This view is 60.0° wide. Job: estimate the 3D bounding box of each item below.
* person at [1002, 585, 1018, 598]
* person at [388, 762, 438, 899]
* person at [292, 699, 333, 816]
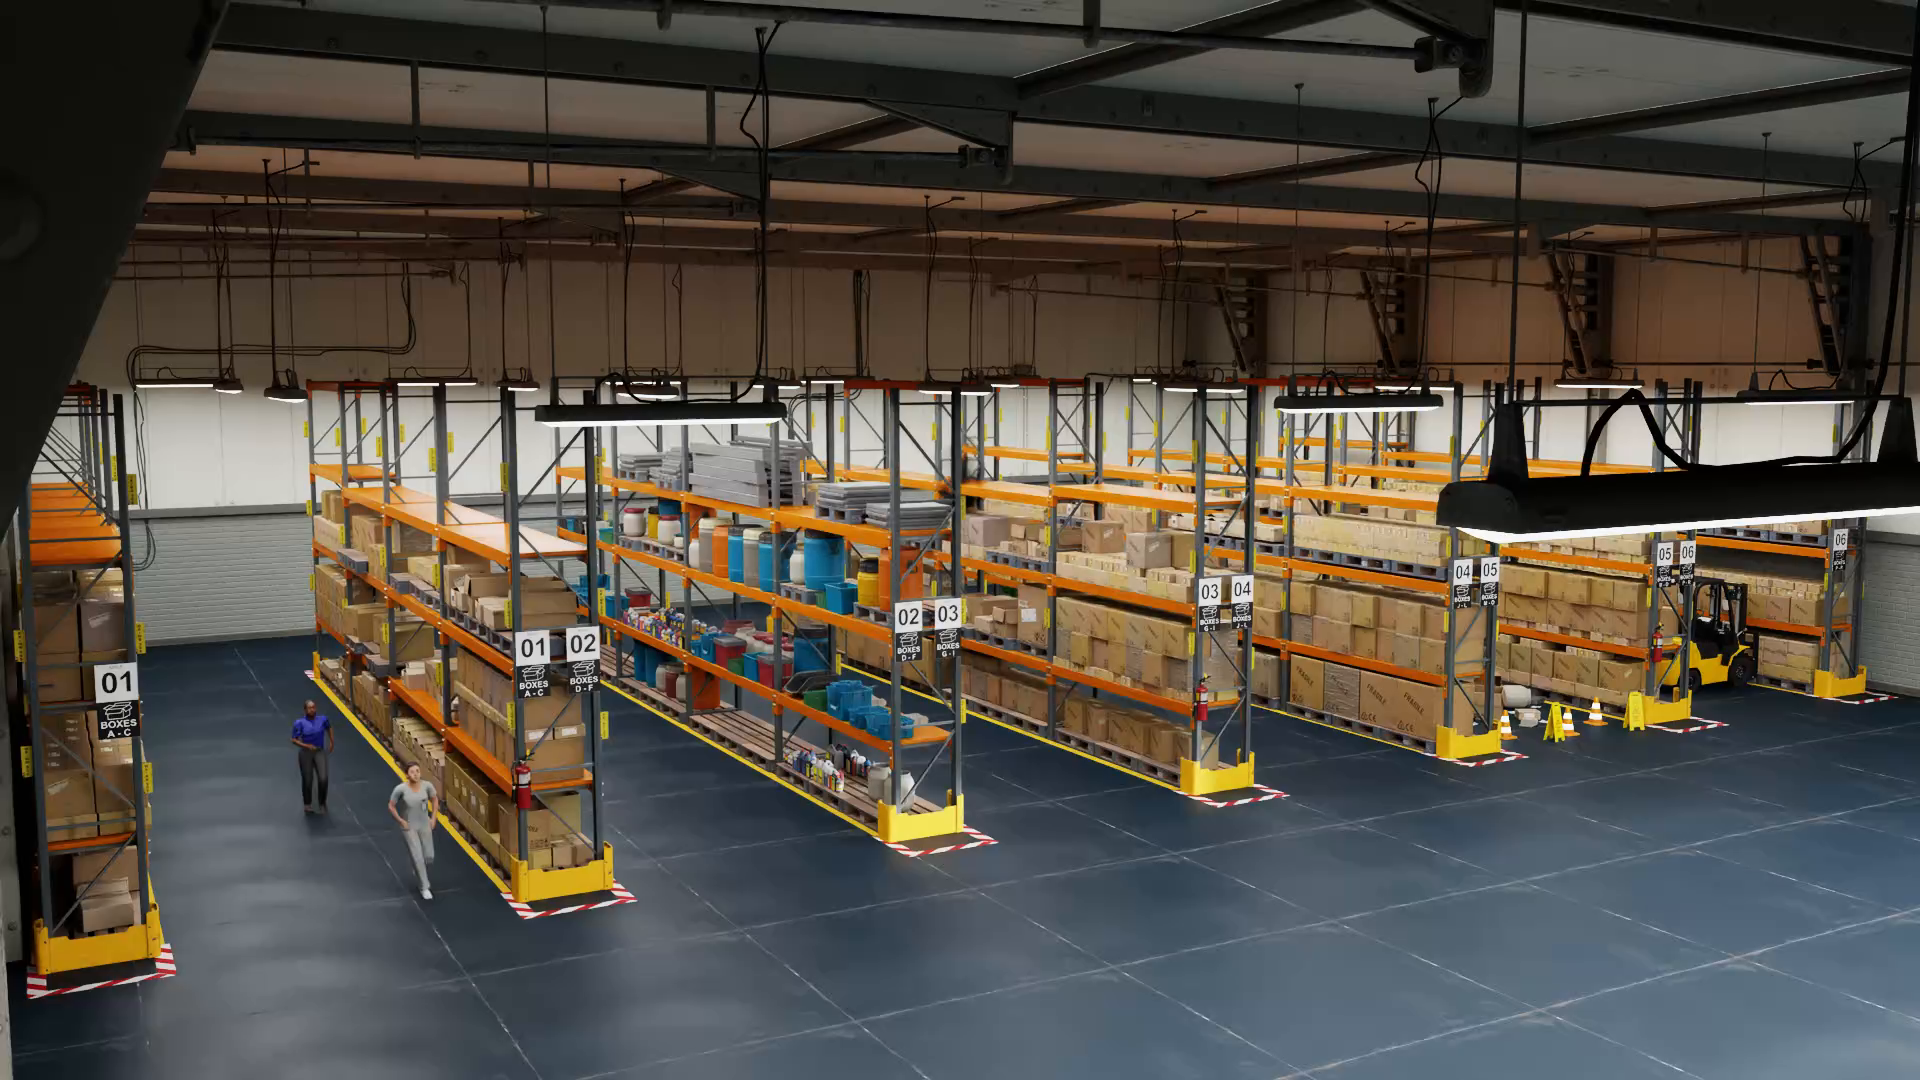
[{"bbox_3d":[1.290,0.976,42.217,0.622,1.714,0.701,3,7,29],"label":"person"},{"bbox_3d":[-6.509,3.425,19.837,0.582,1.631,0.606,-3,7,-30],"label":"person"},{"bbox_3d":[-9.029,3.059,23.265,0.590,1.695,0.695,-4,7,-32],"label":"person"}]
